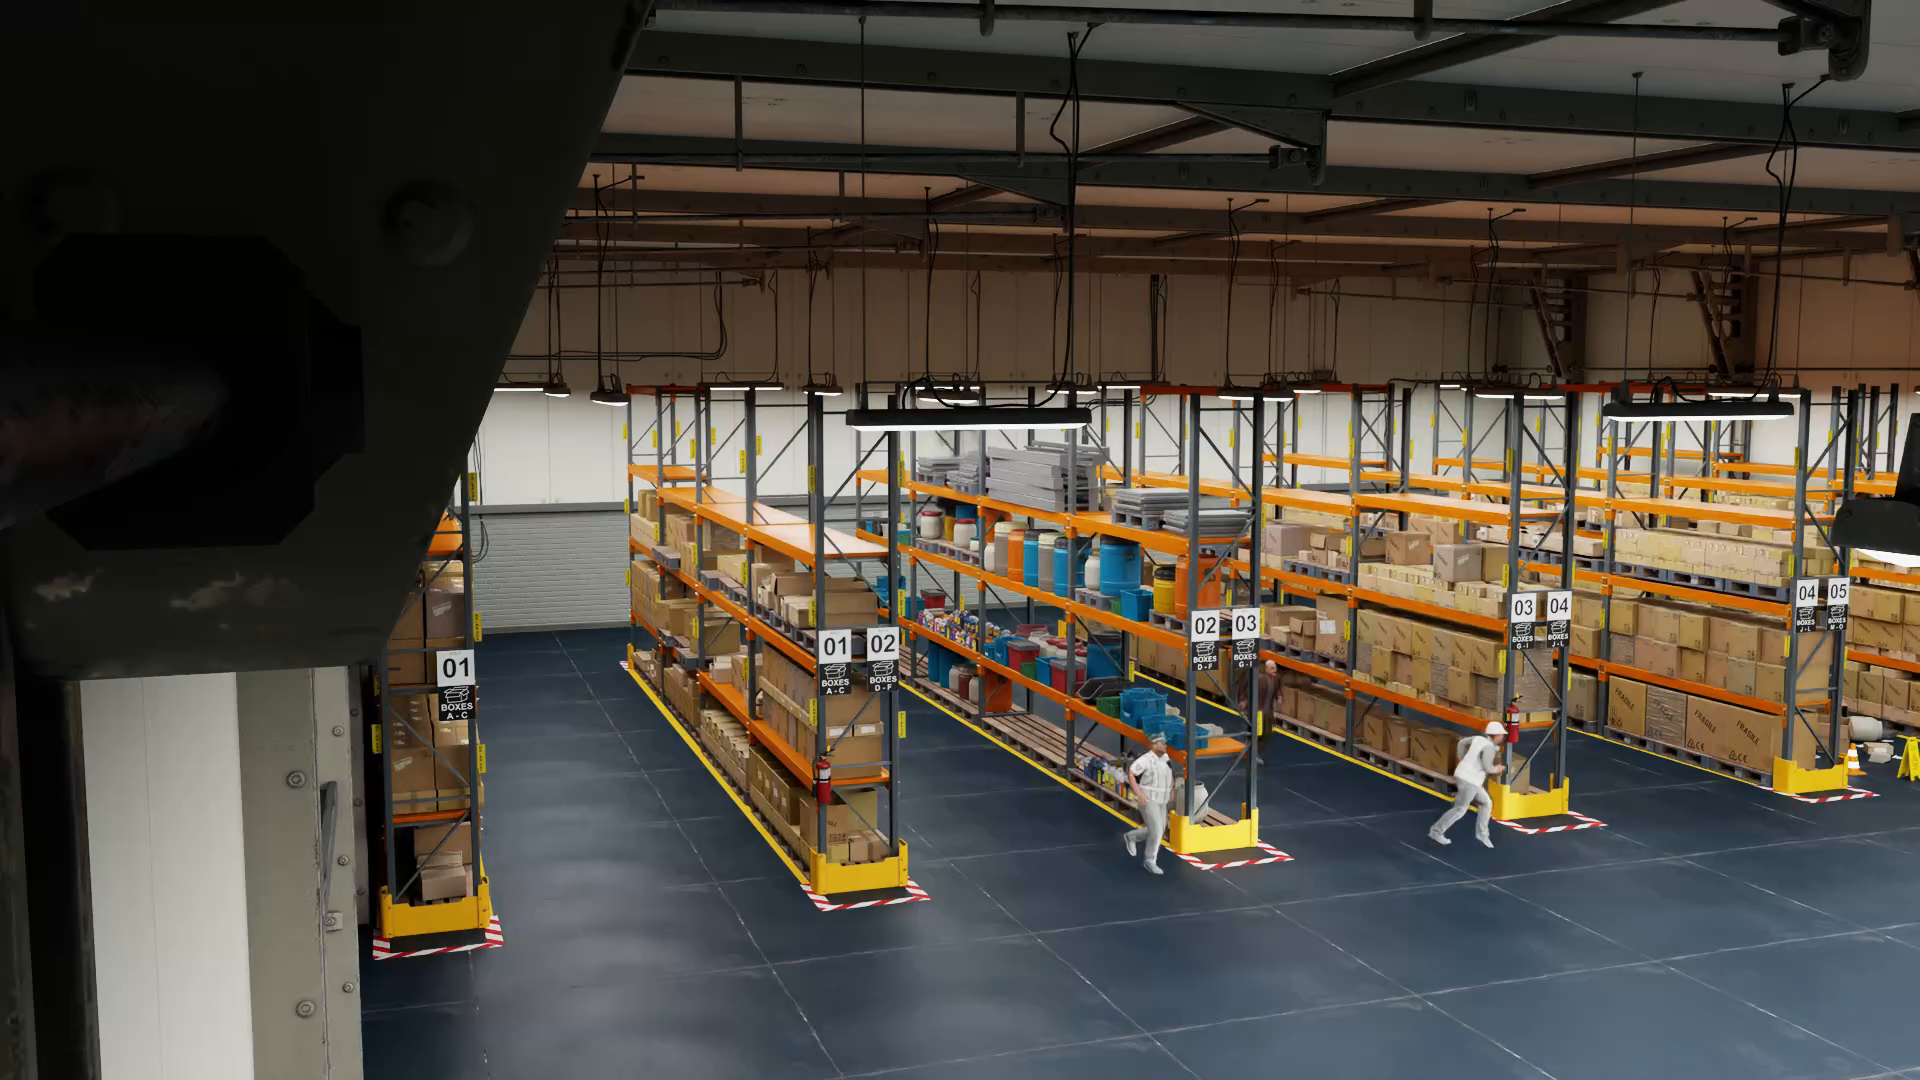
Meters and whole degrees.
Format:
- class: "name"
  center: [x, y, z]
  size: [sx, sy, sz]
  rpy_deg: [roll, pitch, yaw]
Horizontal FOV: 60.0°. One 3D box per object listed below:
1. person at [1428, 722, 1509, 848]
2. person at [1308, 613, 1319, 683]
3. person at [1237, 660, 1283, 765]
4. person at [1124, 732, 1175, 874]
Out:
- class: "person"
  center: [6.711, 3.254, 21.998]
  size: [1.025, 1.731, 0.699]
  rpy_deg: [0, 6, -2]
- class: "person"
  center: [6.841, 2.245, 32.319]
  size: [0.563, 1.512, 0.588]
  rpy_deg: [-2, 6, -19]
- class: "person"
  center: [4.842, 2.749, 26.633]
  size: [0.681, 1.706, 0.778]
  rpy_deg: [-4, 7, -31]
- class: "person"
  center: [2.439, 3.311, 21.189]
  size: [0.712, 1.764, 0.729]
  rpy_deg: [-6, 8, -44]
